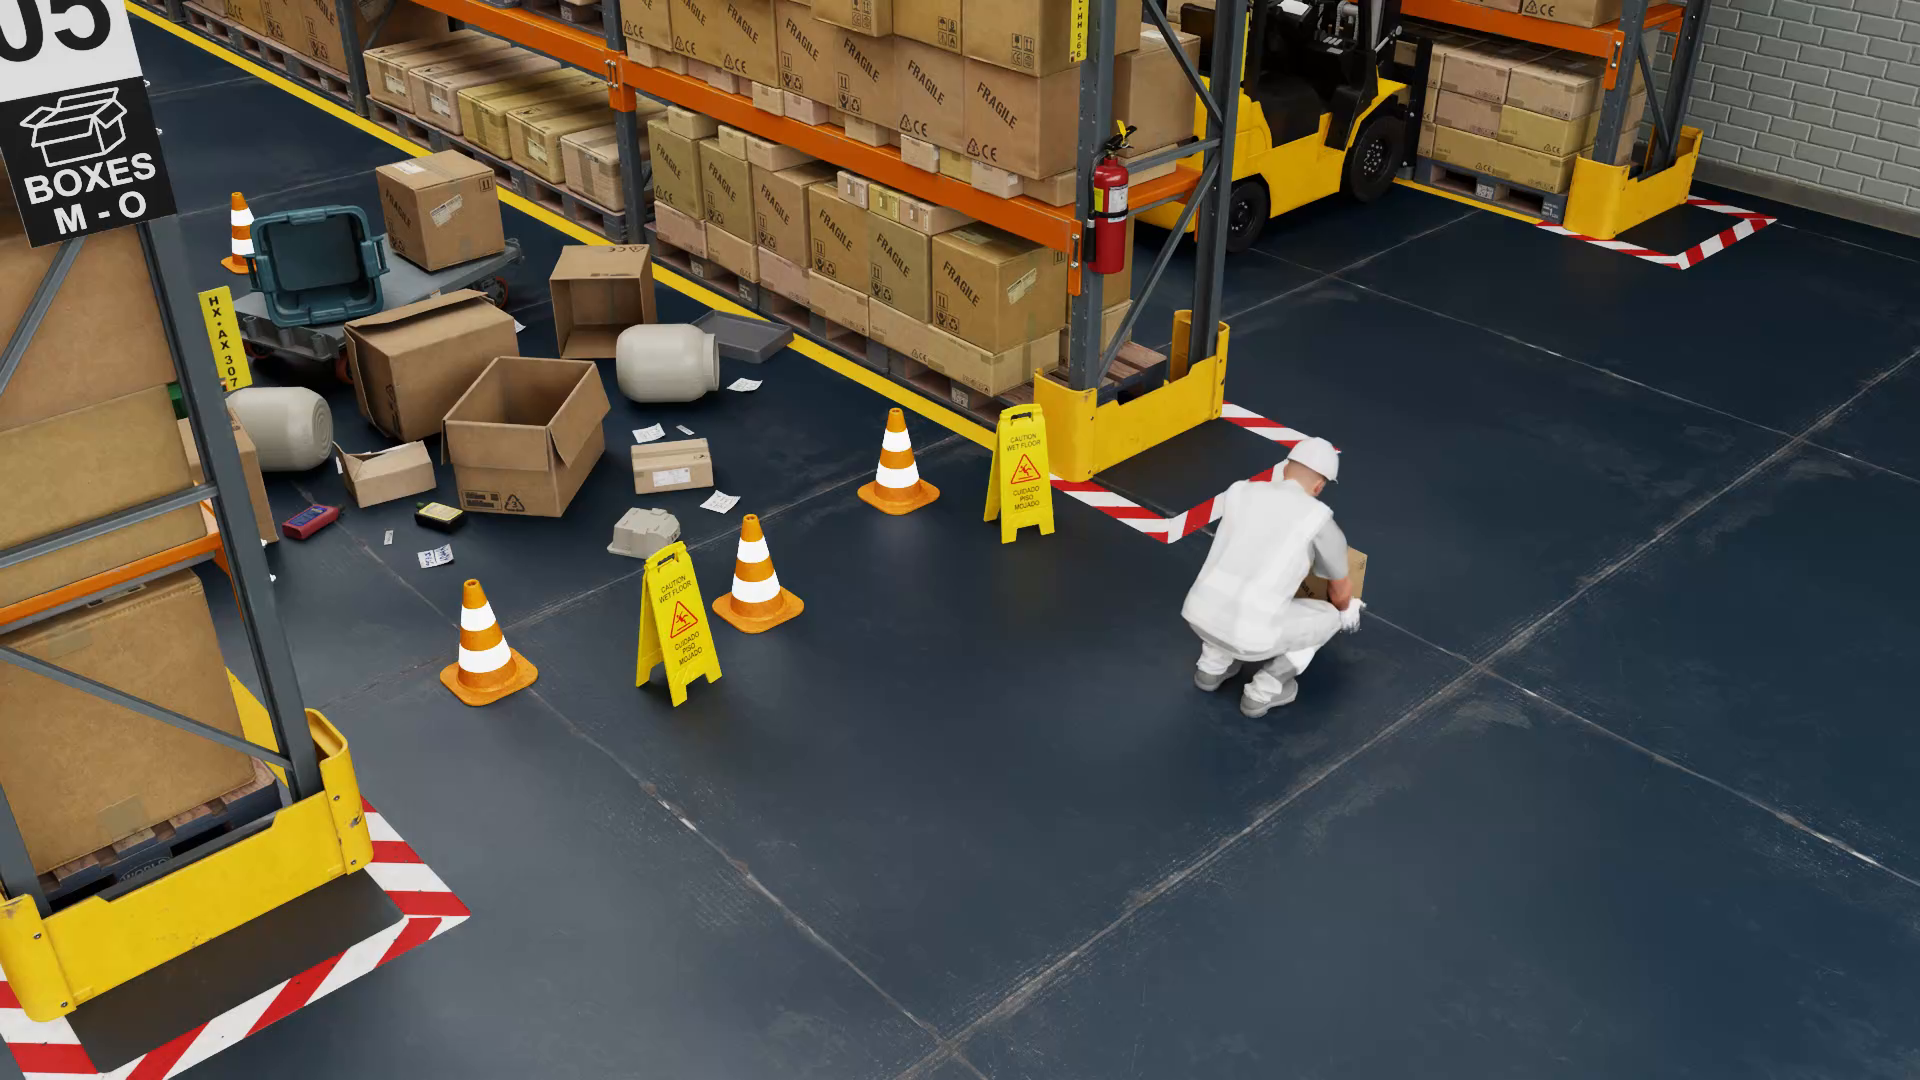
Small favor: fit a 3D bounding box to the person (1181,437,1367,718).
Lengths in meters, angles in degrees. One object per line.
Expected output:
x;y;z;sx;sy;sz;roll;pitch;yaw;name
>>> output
1.267;0.136;6.660;0.870;0.994;0.536;-26;40;-36;person
